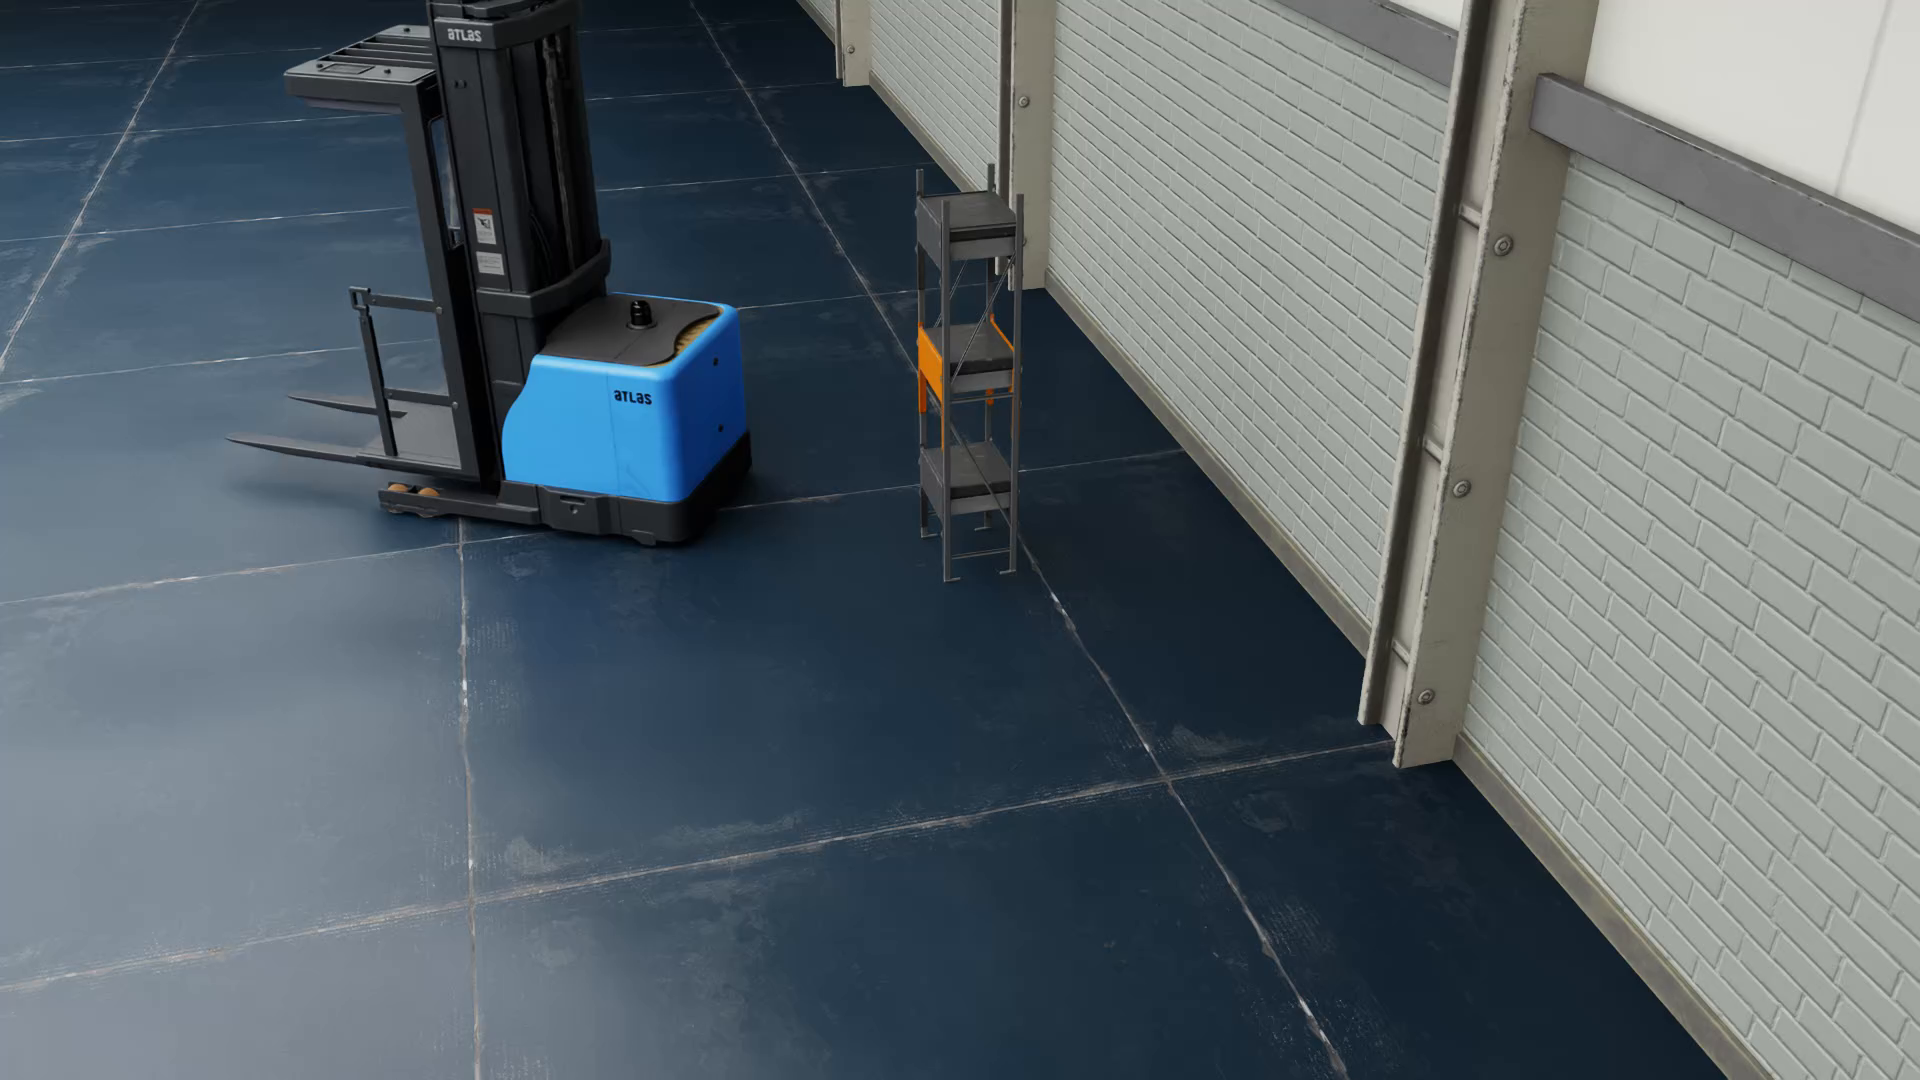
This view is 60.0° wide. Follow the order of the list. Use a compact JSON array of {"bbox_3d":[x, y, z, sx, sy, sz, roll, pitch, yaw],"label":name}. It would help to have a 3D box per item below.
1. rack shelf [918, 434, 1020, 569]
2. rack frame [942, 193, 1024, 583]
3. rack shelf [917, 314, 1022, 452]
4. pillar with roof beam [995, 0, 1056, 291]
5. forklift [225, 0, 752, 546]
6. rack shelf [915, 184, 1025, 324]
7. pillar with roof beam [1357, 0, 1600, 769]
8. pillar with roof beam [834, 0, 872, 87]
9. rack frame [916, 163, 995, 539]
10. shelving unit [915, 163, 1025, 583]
[{"bbox_3d":[0.044,-0.211,8.943,0.431,0.518,0.480,-8,31,-13],"label":"rack shelf"},{"bbox_3d":[0.109,-0.711,8.382,0.400,2.100,0.015,-8,31,-13],"label":"rack frame"},{"bbox_3d":[0.044,-0.817,8.593,0.431,0.518,0.480,-8,31,-13],"label":"rack shelf"},{"bbox_3d":[-3.680,-5.308,9.437,9.100,9.000,0.400,-8,31,-13],"label":"pillar with roof beam"},{"bbox_3d":[-2.810,-1.638,9.155,3.031,2.935,1.130,8,31,13],"label":"forklift"},{"bbox_3d":[0.044,-1.423,8.242,0.431,0.518,0.480,-8,31,-13],"label":"rack shelf"},{"bbox_3d":[-2.087,-2.410,4.430,9.100,9.000,0.400,-8,31,-13],"label":"pillar with roof beam"},{"bbox_3d":[-5.272,-8.206,14.444,9.100,9.000,0.400,-8,31,-13],"label":"pillar with roof beam"},{"bbox_3d":[-0.021,-0.947,8.789,0.400,2.100,0.015,-8,31,-13],"label":"rack frame"},{"bbox_3d":[0.044,-0.829,8.586,0.431,2.100,0.503,-8,31,-13],"label":"shelving unit"}]
